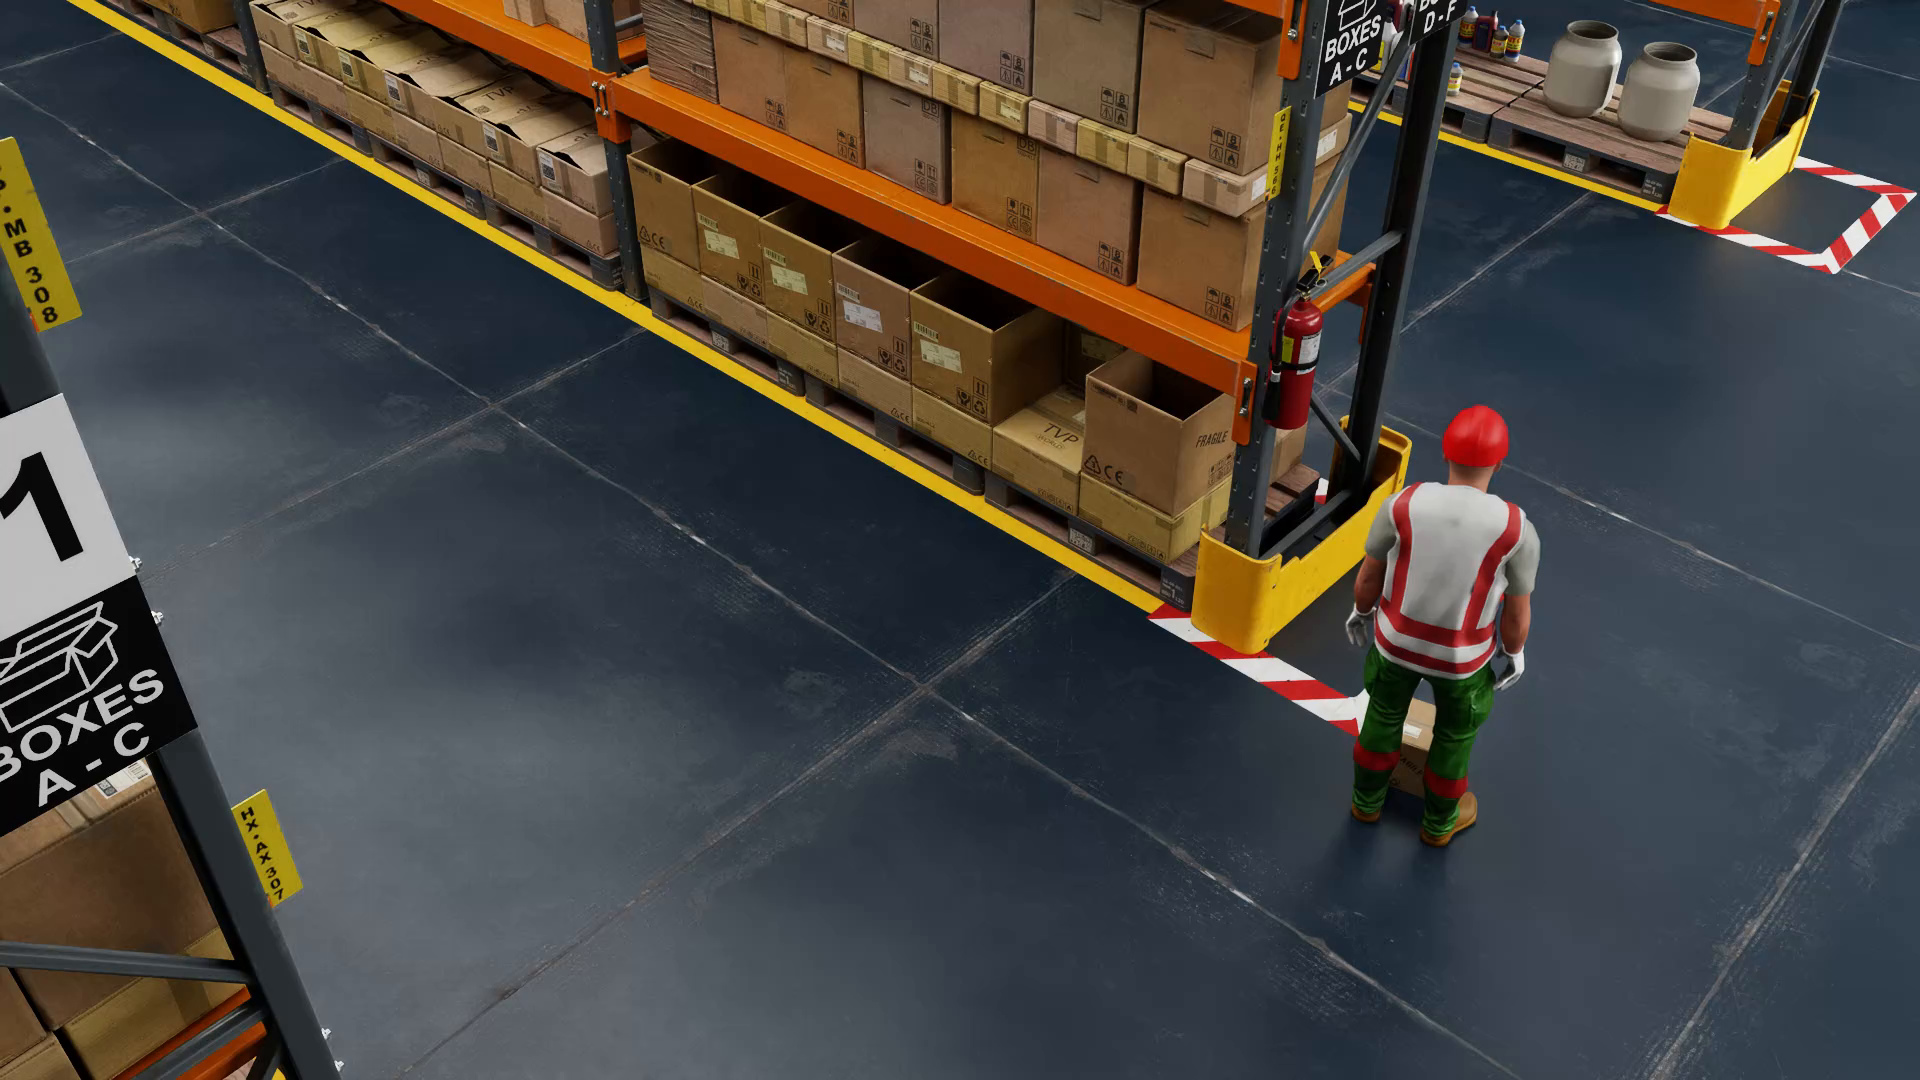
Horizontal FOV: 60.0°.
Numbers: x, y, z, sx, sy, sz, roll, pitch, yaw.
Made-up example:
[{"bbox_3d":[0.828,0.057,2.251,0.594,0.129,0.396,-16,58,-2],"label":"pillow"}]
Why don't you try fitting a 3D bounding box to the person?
[{"bbox_3d":[1.642,0.329,5.738,0.614,1.778,0.452,18,42,21],"label":"person"}]
